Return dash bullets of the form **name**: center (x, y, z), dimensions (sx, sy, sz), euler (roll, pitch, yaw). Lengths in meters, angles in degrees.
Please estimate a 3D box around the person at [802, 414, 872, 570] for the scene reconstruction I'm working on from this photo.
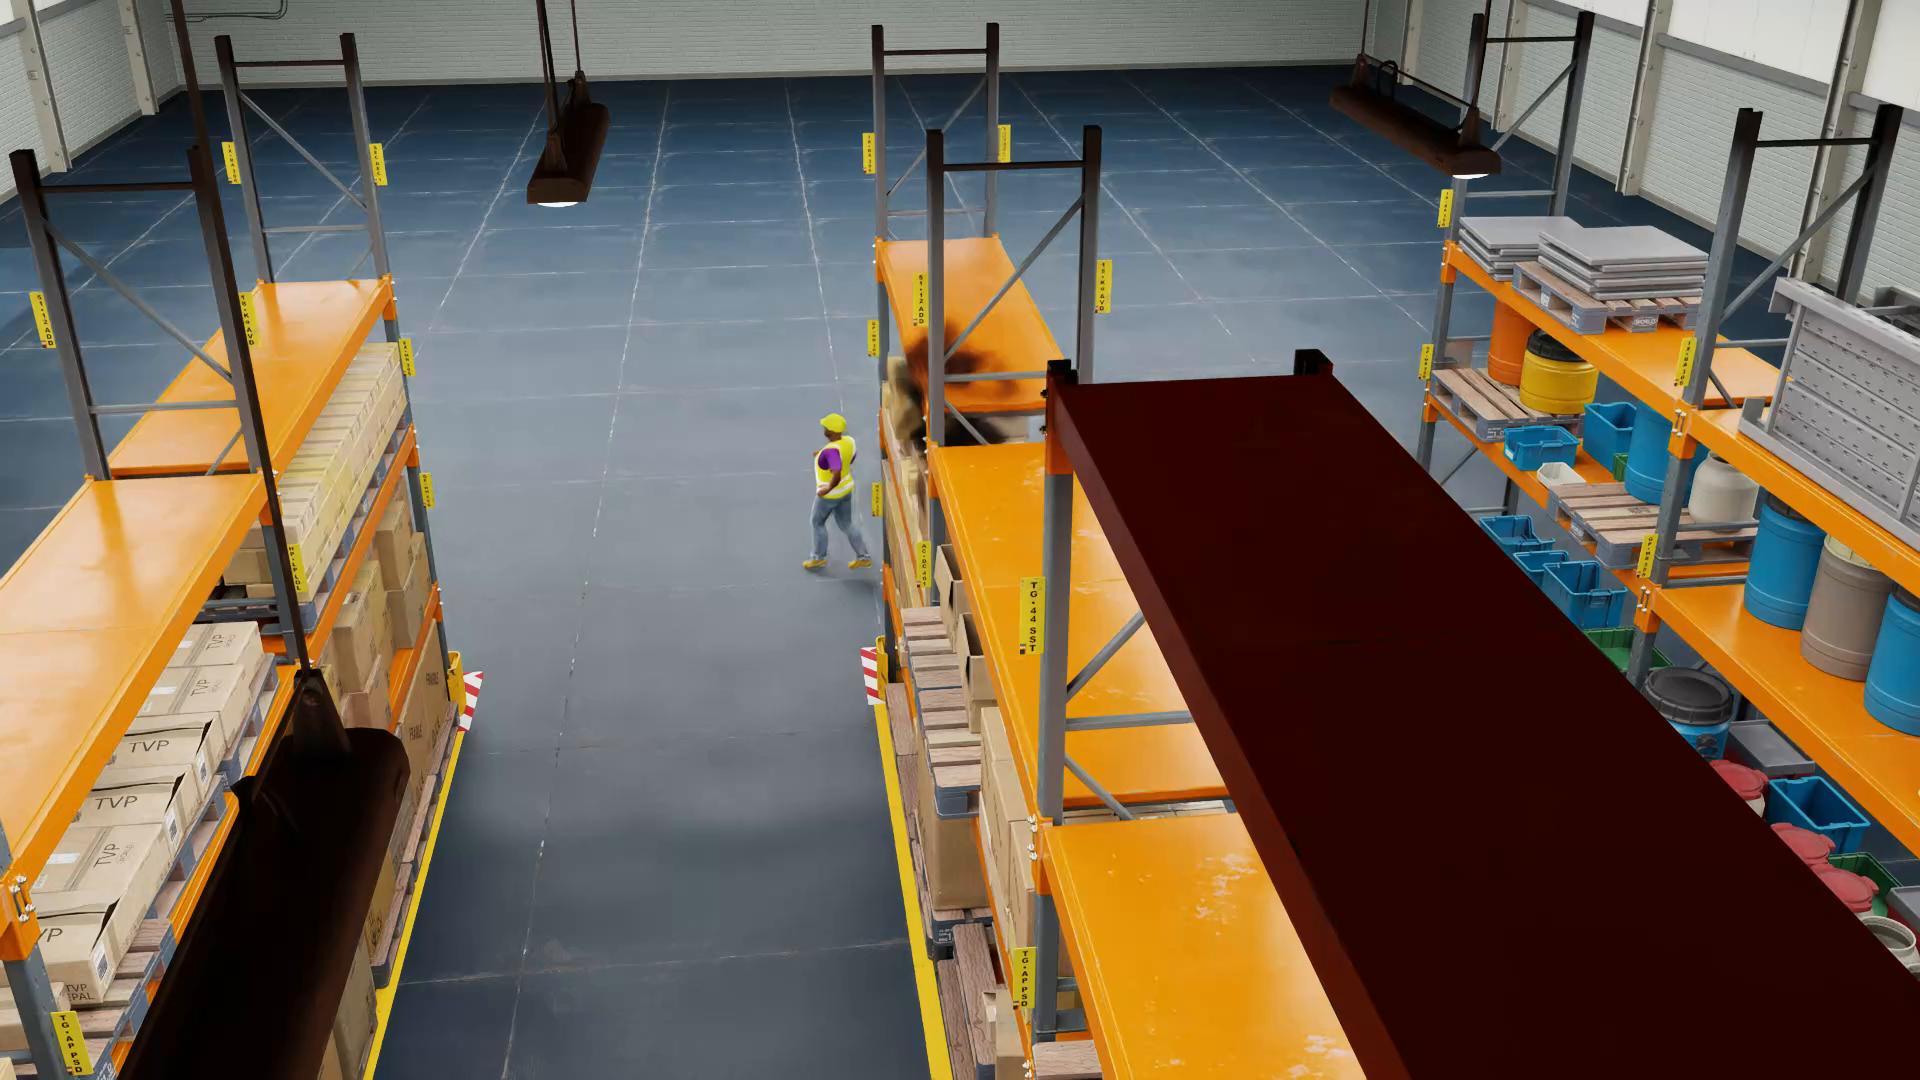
- **person**: center (-1.308, -0.481, 17.415), dimensions (0.813, 1.799, 0.682), euler (16, 30, 30)
